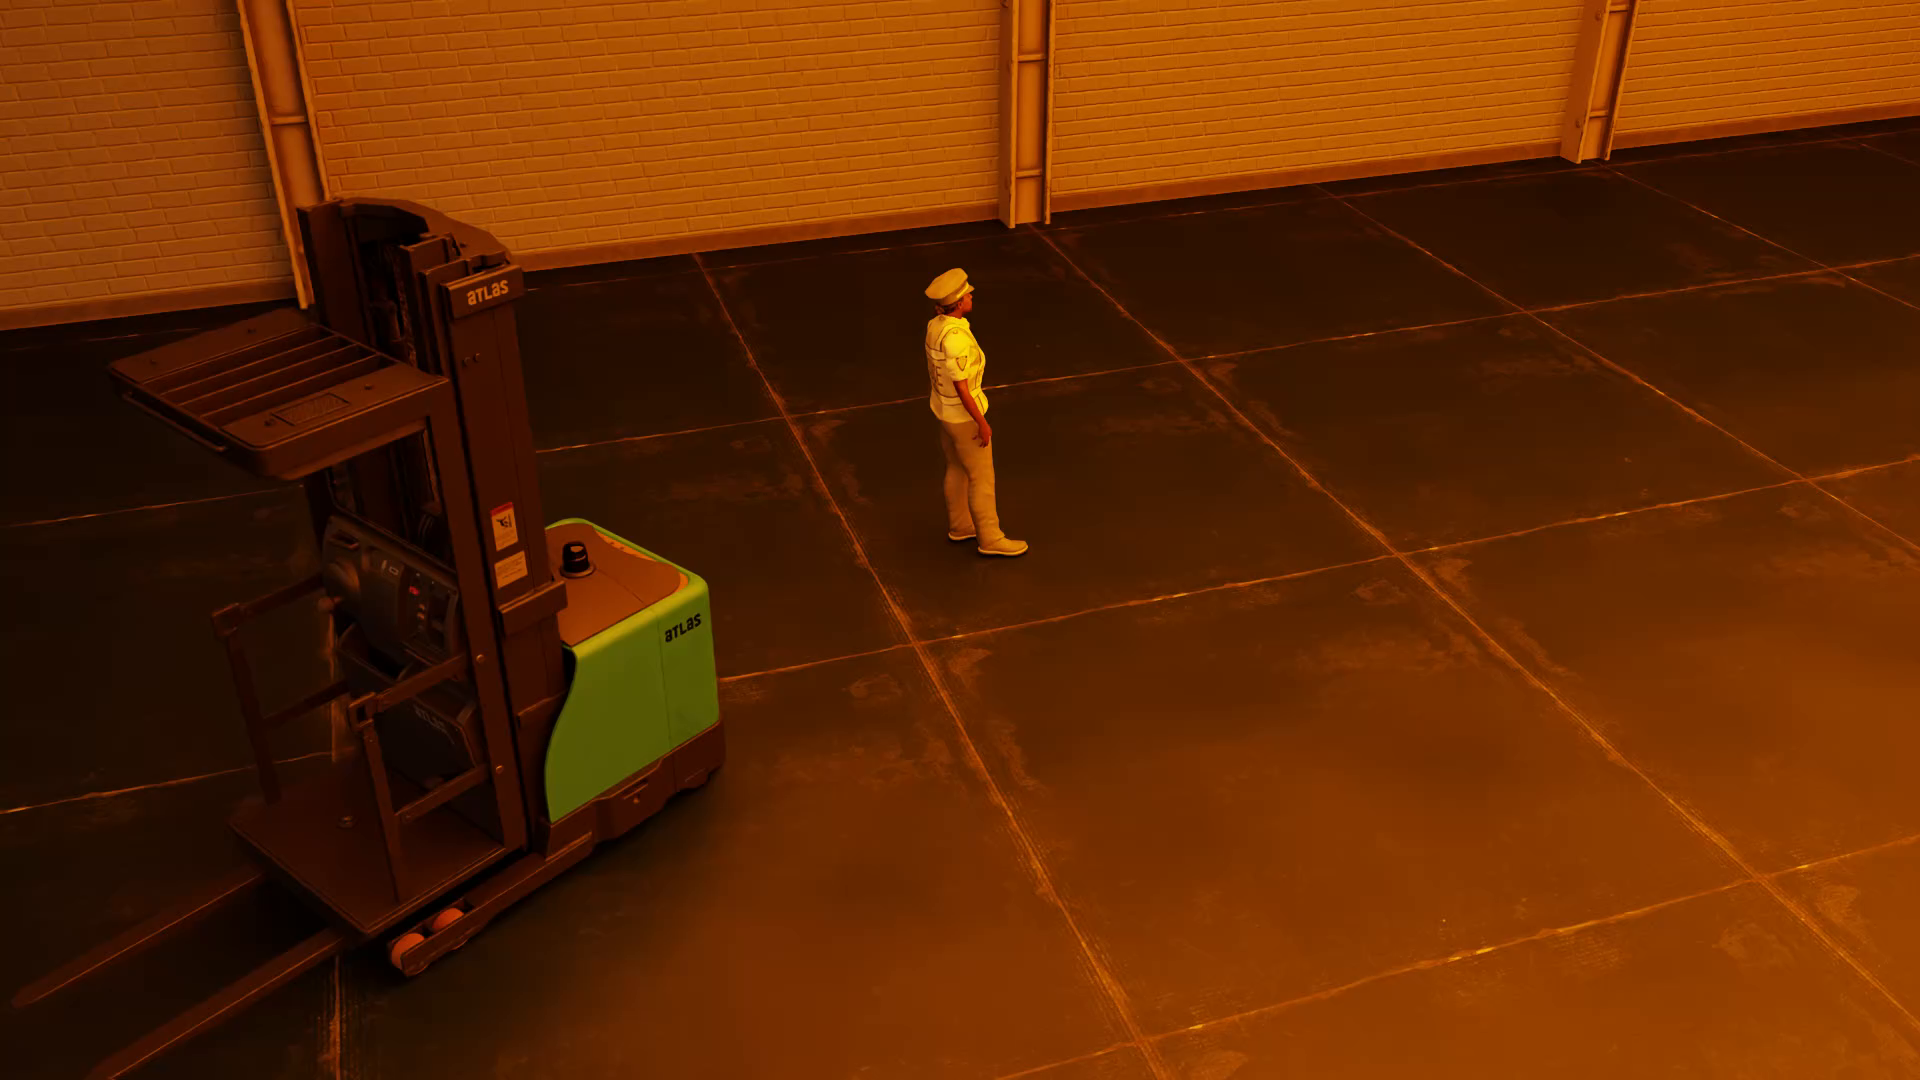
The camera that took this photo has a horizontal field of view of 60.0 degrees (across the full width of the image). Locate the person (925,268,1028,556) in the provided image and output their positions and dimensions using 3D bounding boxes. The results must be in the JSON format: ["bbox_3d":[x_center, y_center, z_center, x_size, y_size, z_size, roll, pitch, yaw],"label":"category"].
[{"bbox_3d":[0.078,-0.743,9.604,0.528,1.695,0.569,-10,31,-16],"label":"person"}]

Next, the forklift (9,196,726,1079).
[{"bbox_3d":[-2.466,0.246,6.659,1.130,2.935,3.031,23,37,34],"label":"forklift"}]
